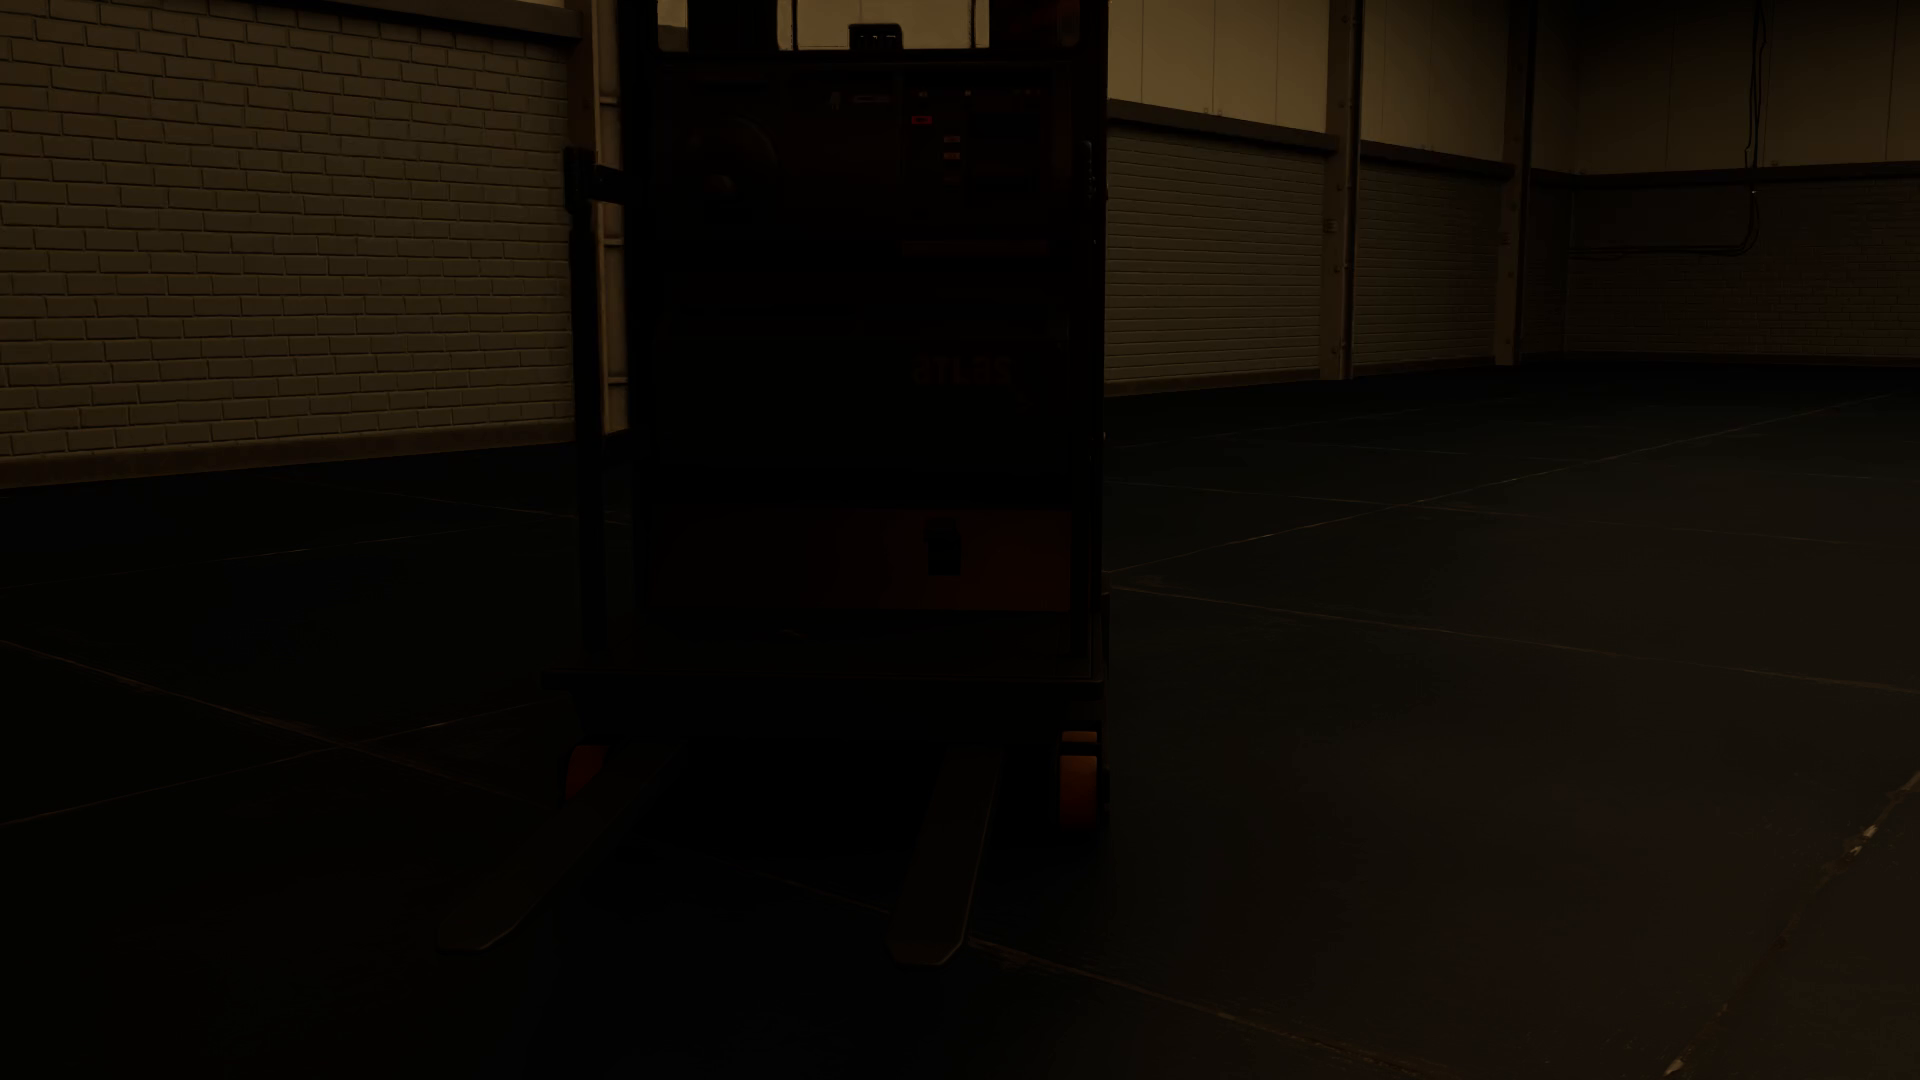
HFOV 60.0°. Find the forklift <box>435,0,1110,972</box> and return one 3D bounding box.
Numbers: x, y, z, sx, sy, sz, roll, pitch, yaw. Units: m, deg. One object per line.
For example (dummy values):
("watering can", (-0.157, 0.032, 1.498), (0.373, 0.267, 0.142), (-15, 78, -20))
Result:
("forklift", (-0.234, -0.905, 3.469), (1.130, 2.935, 3.031), (1, 8, 5))
